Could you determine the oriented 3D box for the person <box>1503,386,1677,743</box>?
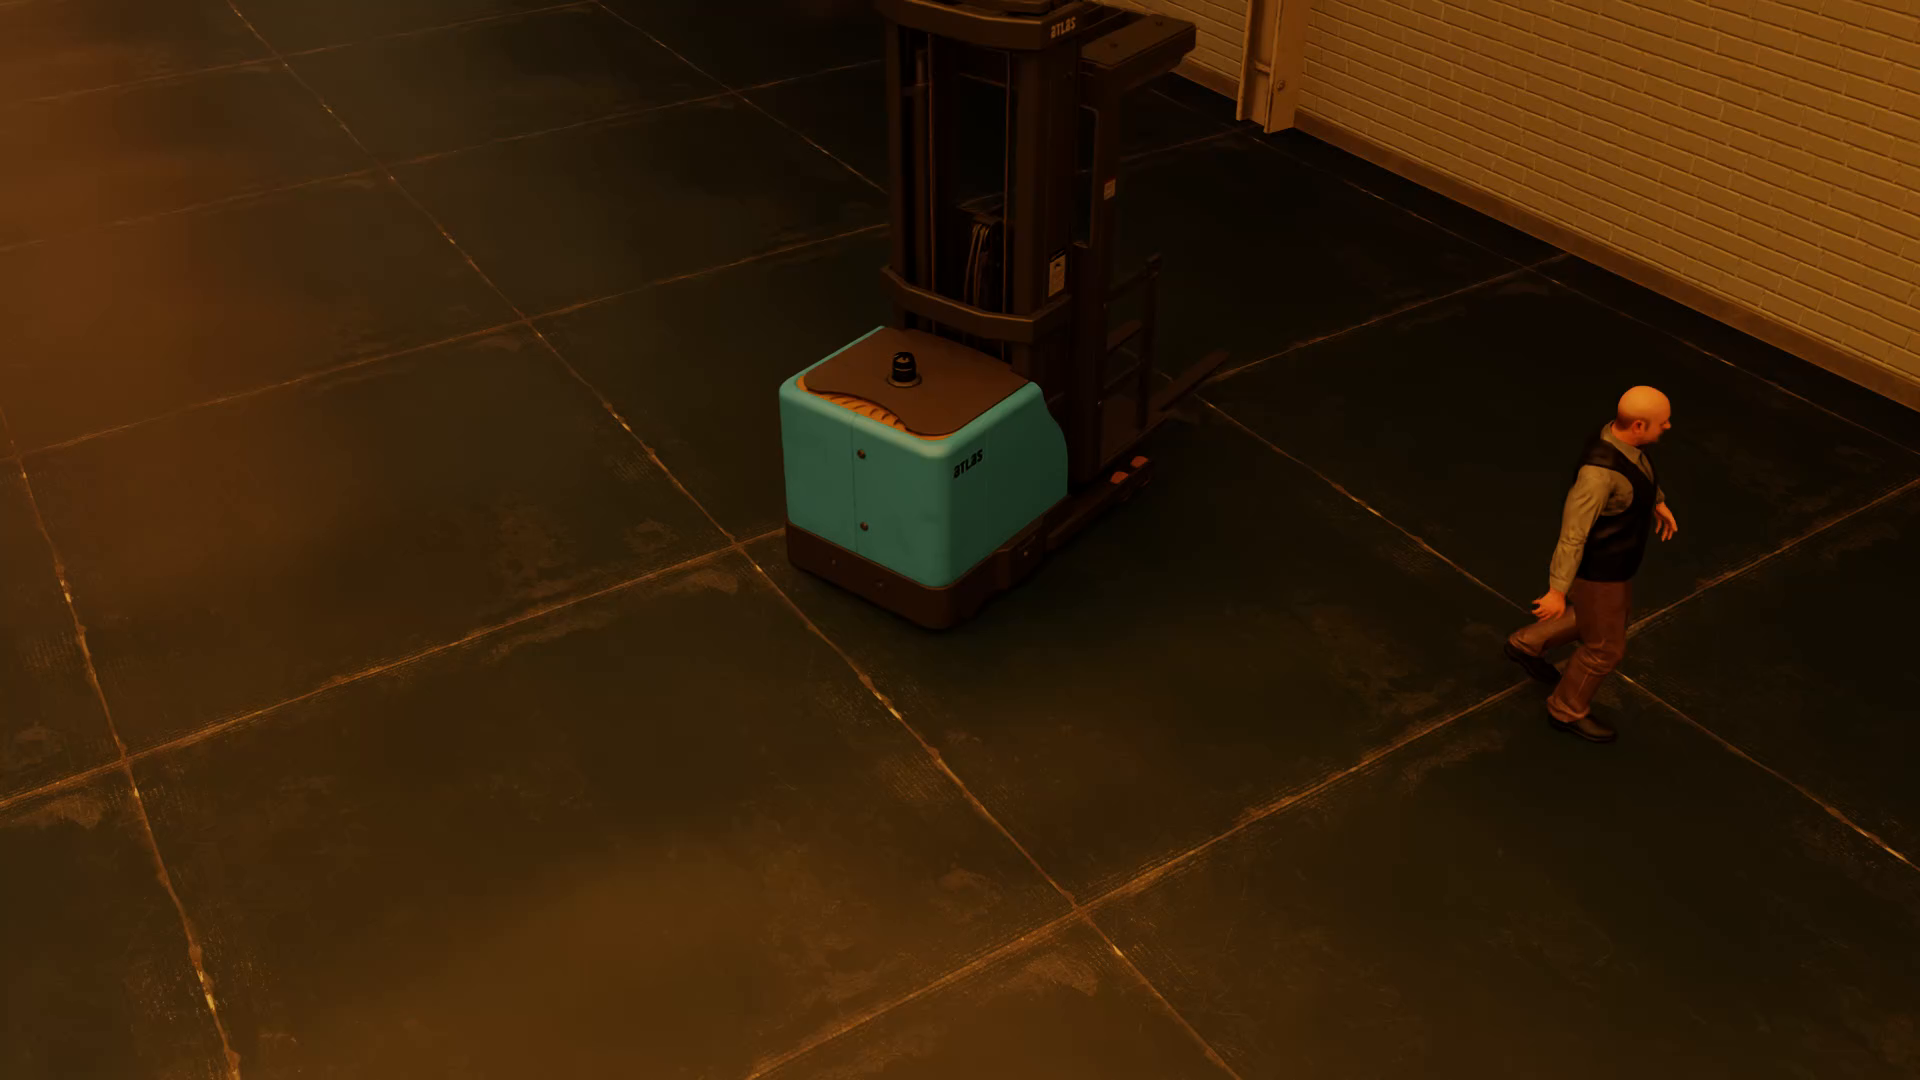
[{"bbox_3d":[2.715,0.090,7.090,0.581,1.704,0.771,14,37,19],"label":"person"}]

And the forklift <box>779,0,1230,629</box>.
[{"bbox_3d":[0.419,-1.561,8.369,1.130,2.935,3.031,24,42,30],"label":"forklift"}]
